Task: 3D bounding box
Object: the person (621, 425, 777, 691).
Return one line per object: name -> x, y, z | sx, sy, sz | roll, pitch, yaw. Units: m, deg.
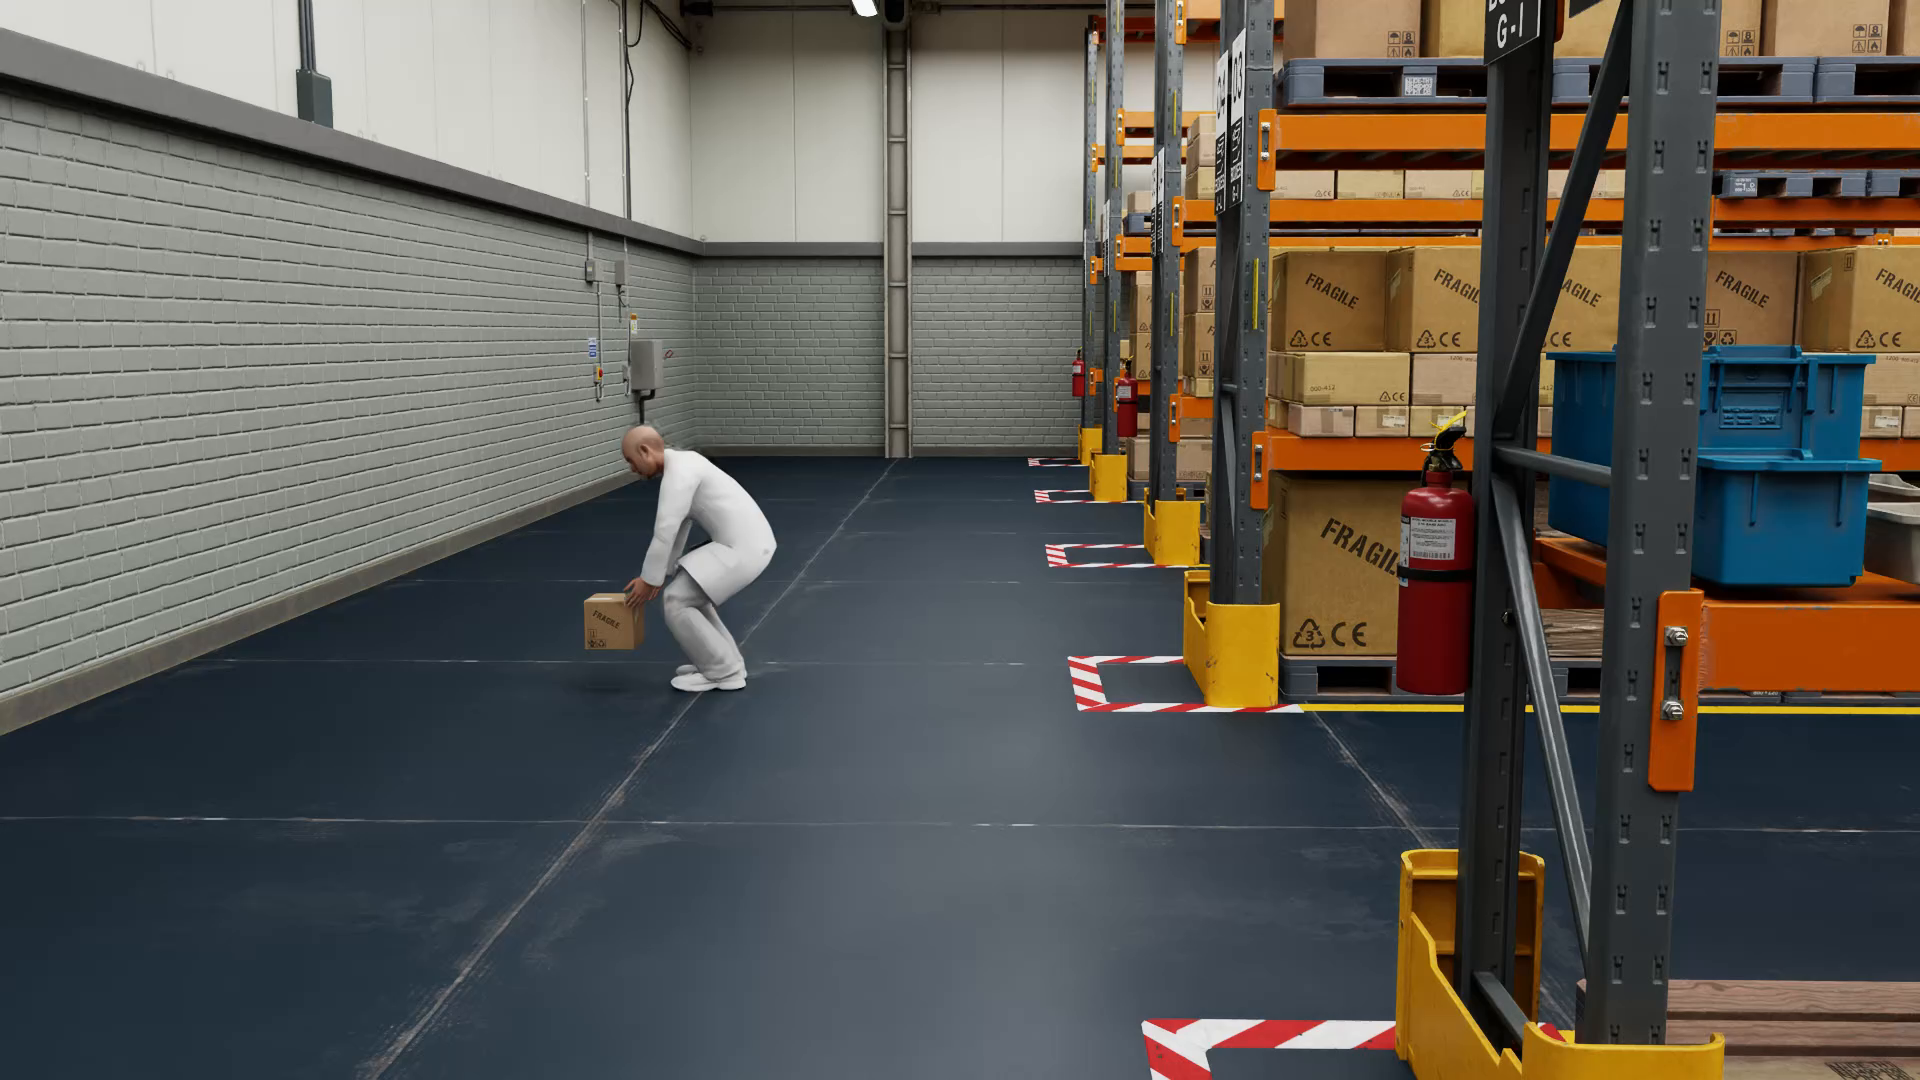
person -> -1.321, 0.151, 8.450 | 0.762, 1.205, 0.631 | 0, 7, 1
